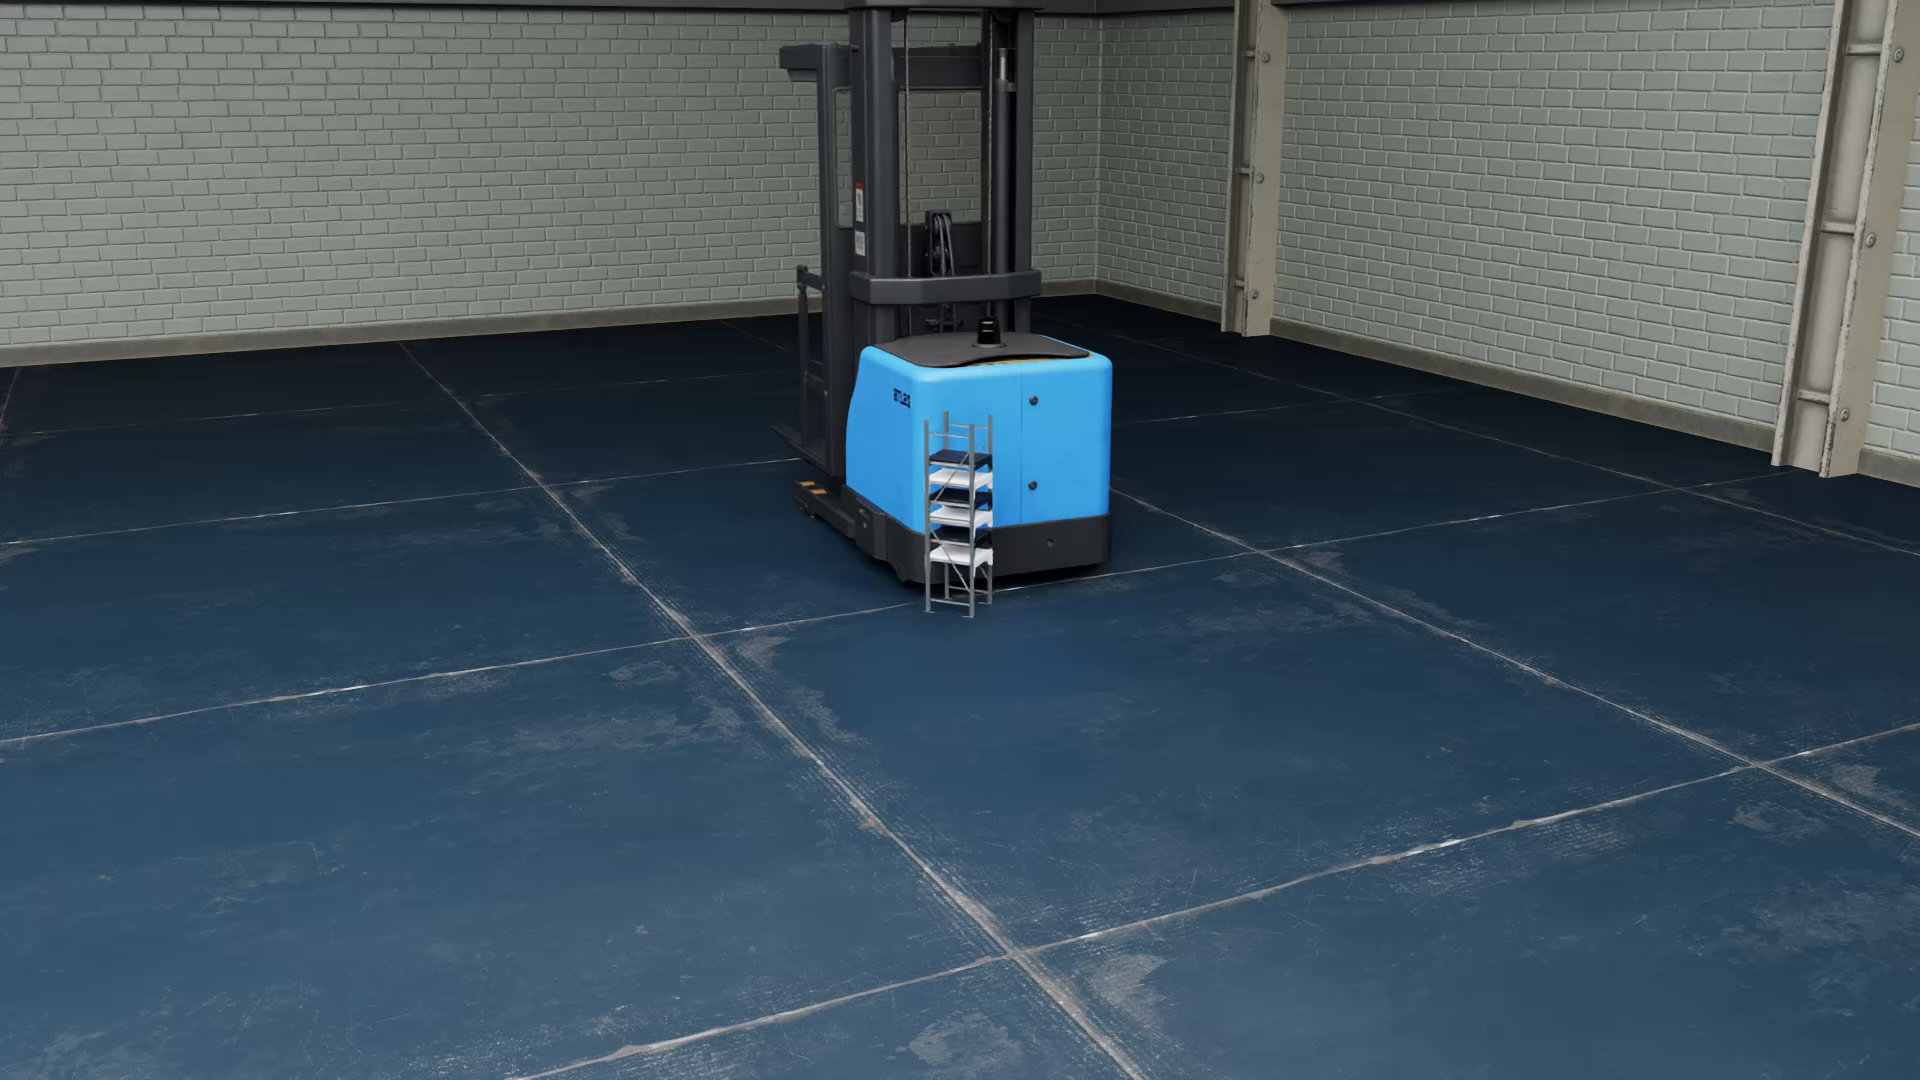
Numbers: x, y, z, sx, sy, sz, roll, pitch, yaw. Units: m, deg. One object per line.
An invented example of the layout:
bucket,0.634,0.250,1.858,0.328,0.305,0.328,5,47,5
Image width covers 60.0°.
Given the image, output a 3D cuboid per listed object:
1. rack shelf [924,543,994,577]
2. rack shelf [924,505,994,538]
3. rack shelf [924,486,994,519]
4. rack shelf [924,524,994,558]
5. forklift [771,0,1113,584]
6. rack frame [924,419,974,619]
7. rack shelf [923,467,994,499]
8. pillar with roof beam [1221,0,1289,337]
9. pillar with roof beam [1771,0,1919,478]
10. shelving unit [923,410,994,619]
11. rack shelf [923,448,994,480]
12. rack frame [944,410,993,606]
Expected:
rack shelf,-0.004,0.088,7.582,0.258,0.077,0.200,7,18,23
rack shelf,-0.005,-0.084,7.531,0.258,0.077,0.200,7,18,23
rack shelf,-0.005,-0.171,7.505,0.258,0.077,0.200,7,18,23
rack shelf,-0.004,0.002,7.556,0.258,0.077,0.200,7,18,23
forklift,-0.293,-1.565,8.891,1.130,2.935,3.031,-7,17,-22
rack frame,-0.047,-0.090,7.432,0.240,0.900,0.006,7,18,23
rack shelf,-0.005,-0.257,7.480,0.258,0.077,0.200,7,18,23
pillar with roof beam,-1.205,-5.737,12.427,9.100,9.000,0.400,-8,18,-25
pillar with roof beam,1.423,-4.249,7.243,9.100,9.000,0.400,-8,18,-25
shelving unit,-0.005,-0.116,7.521,0.258,0.900,0.210,7,18,23
rack shelf,-0.006,-0.343,7.454,0.258,0.077,0.200,7,18,23
rack frame,0.037,-0.143,7.610,0.240,0.900,0.006,7,18,23
